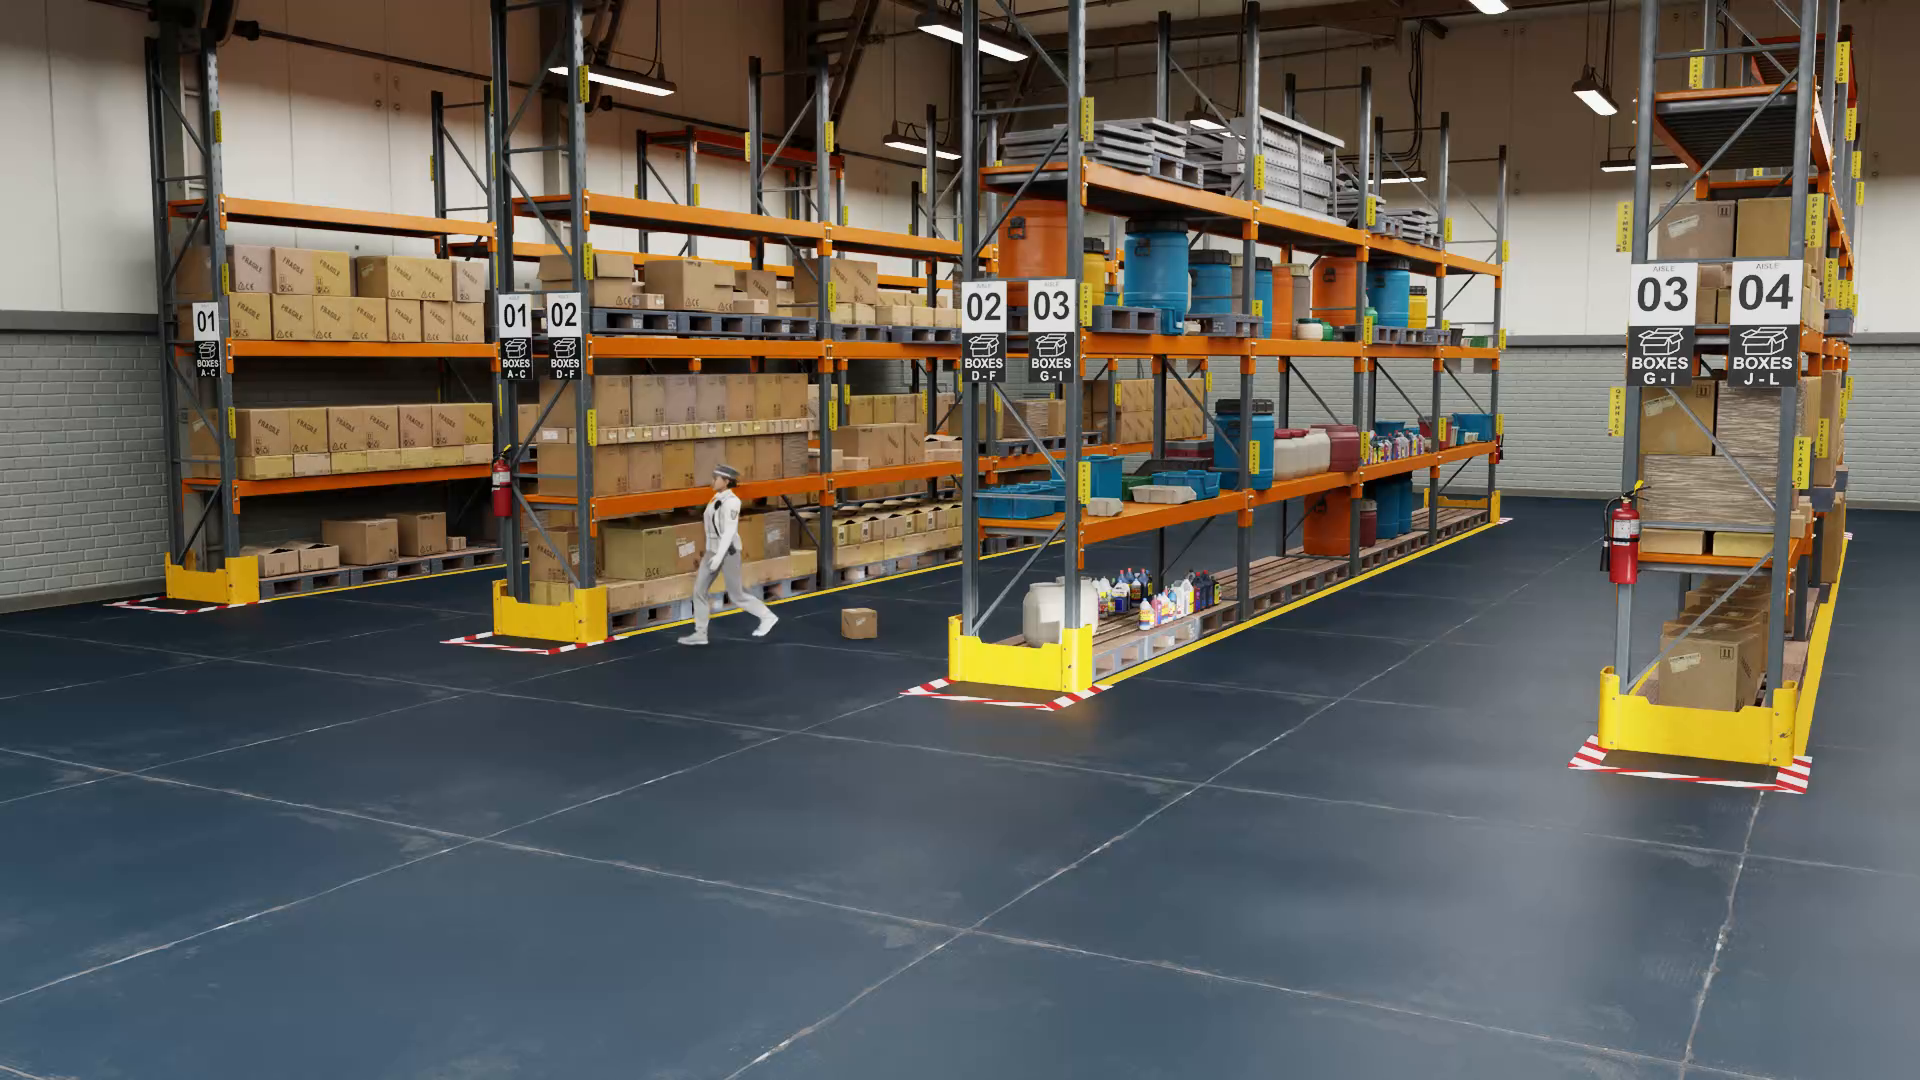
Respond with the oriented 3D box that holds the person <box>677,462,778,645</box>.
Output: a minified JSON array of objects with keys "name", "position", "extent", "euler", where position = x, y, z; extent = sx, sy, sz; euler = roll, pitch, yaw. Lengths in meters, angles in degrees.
[{"name":"person","position":[-2.107,0.114,15.041],"extent":[0.925,1.643,0.485],"euler":[-4,7,-36]}]
